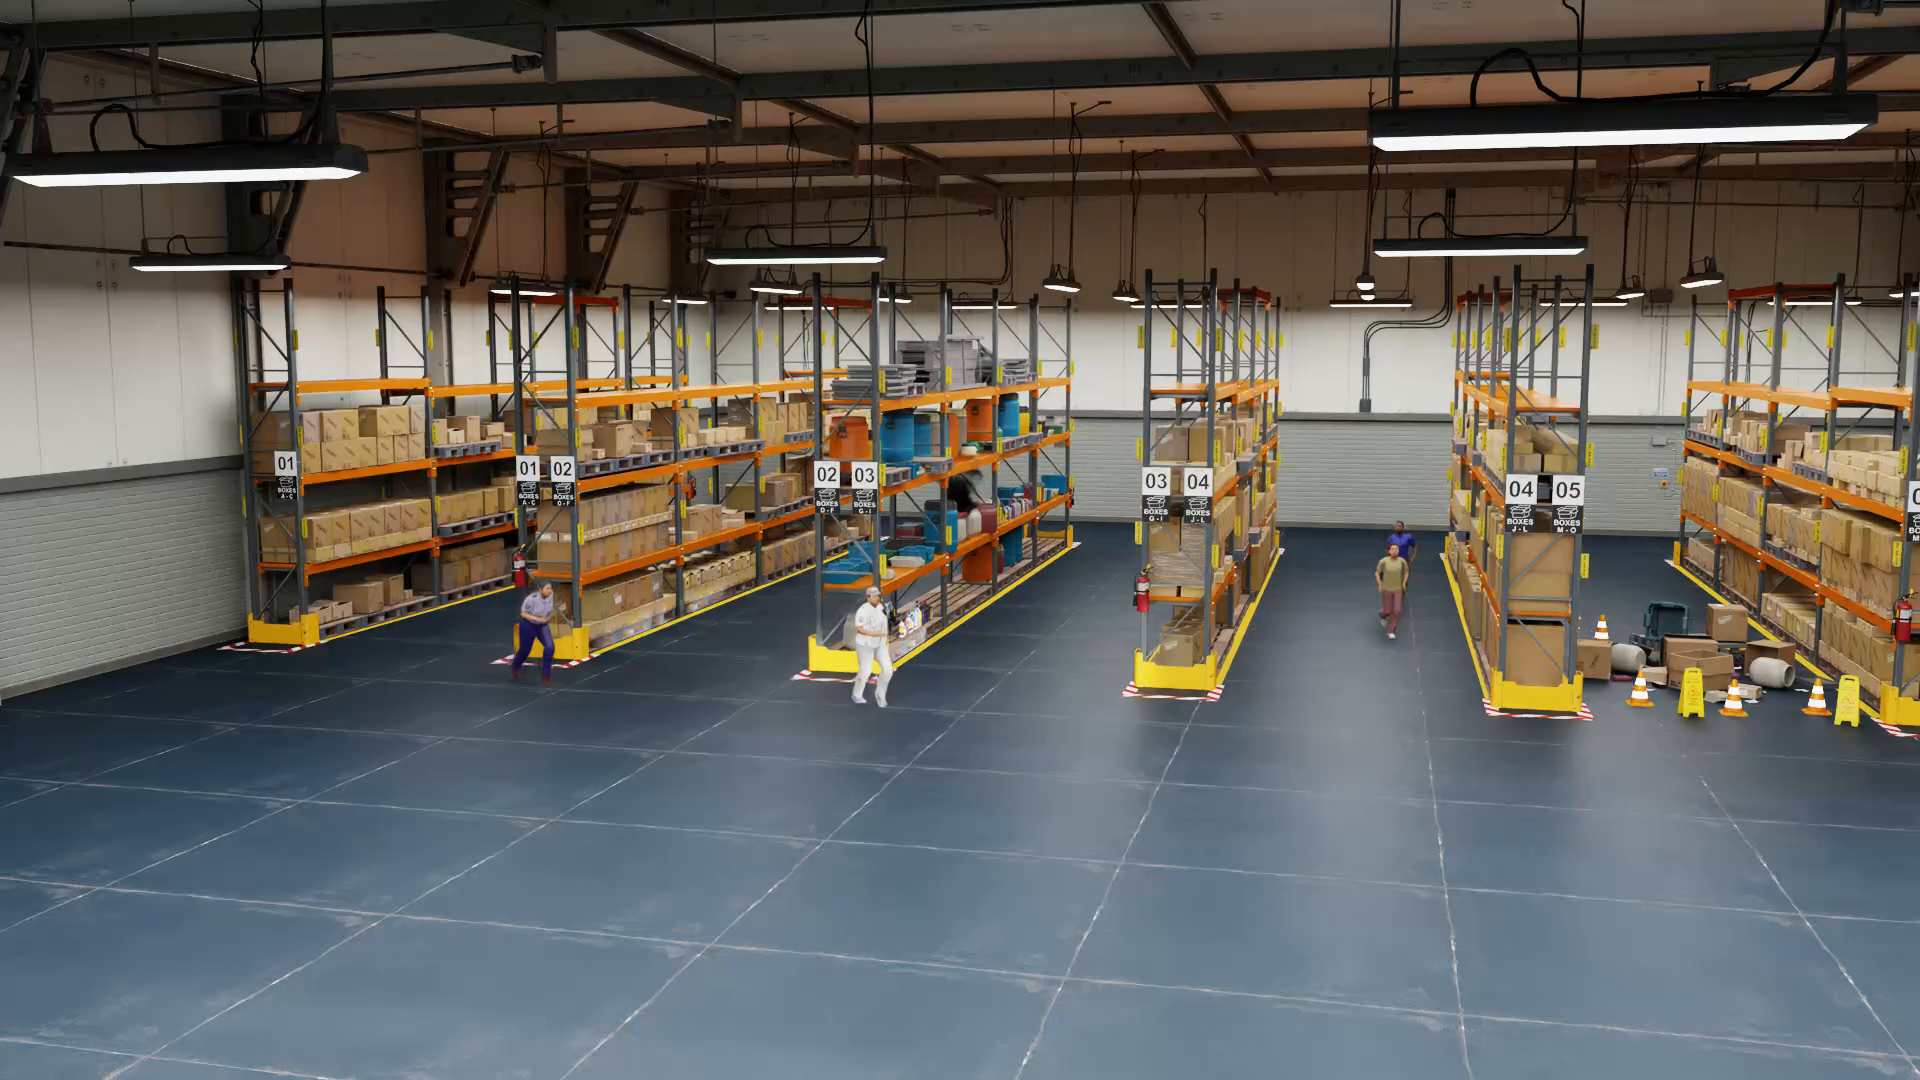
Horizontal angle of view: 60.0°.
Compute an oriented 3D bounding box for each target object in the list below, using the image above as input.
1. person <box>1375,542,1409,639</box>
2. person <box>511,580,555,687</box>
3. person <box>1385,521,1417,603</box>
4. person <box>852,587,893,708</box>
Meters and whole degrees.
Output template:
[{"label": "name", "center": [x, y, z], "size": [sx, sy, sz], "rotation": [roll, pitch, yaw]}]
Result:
[{"label": "person", "center": [7.316, 0.832, 28.187], "size": [0.569, 1.621, 0.622], "rotation": [0, 7, 4]}, {"label": "person", "center": [-6.256, 1.352, 24.361], "size": [0.954, 1.597, 0.647], "rotation": [6, 9, 39]}, {"label": "person", "center": [8.302, 0.457, 31.365], "size": [0.588, 1.606, 0.500], "rotation": [2, 7, 18]}, {"label": "person", "center": [-1.186, 1.493, 22.724], "size": [0.615, 1.726, 0.714], "rotation": [-6, 9, -41]}]
